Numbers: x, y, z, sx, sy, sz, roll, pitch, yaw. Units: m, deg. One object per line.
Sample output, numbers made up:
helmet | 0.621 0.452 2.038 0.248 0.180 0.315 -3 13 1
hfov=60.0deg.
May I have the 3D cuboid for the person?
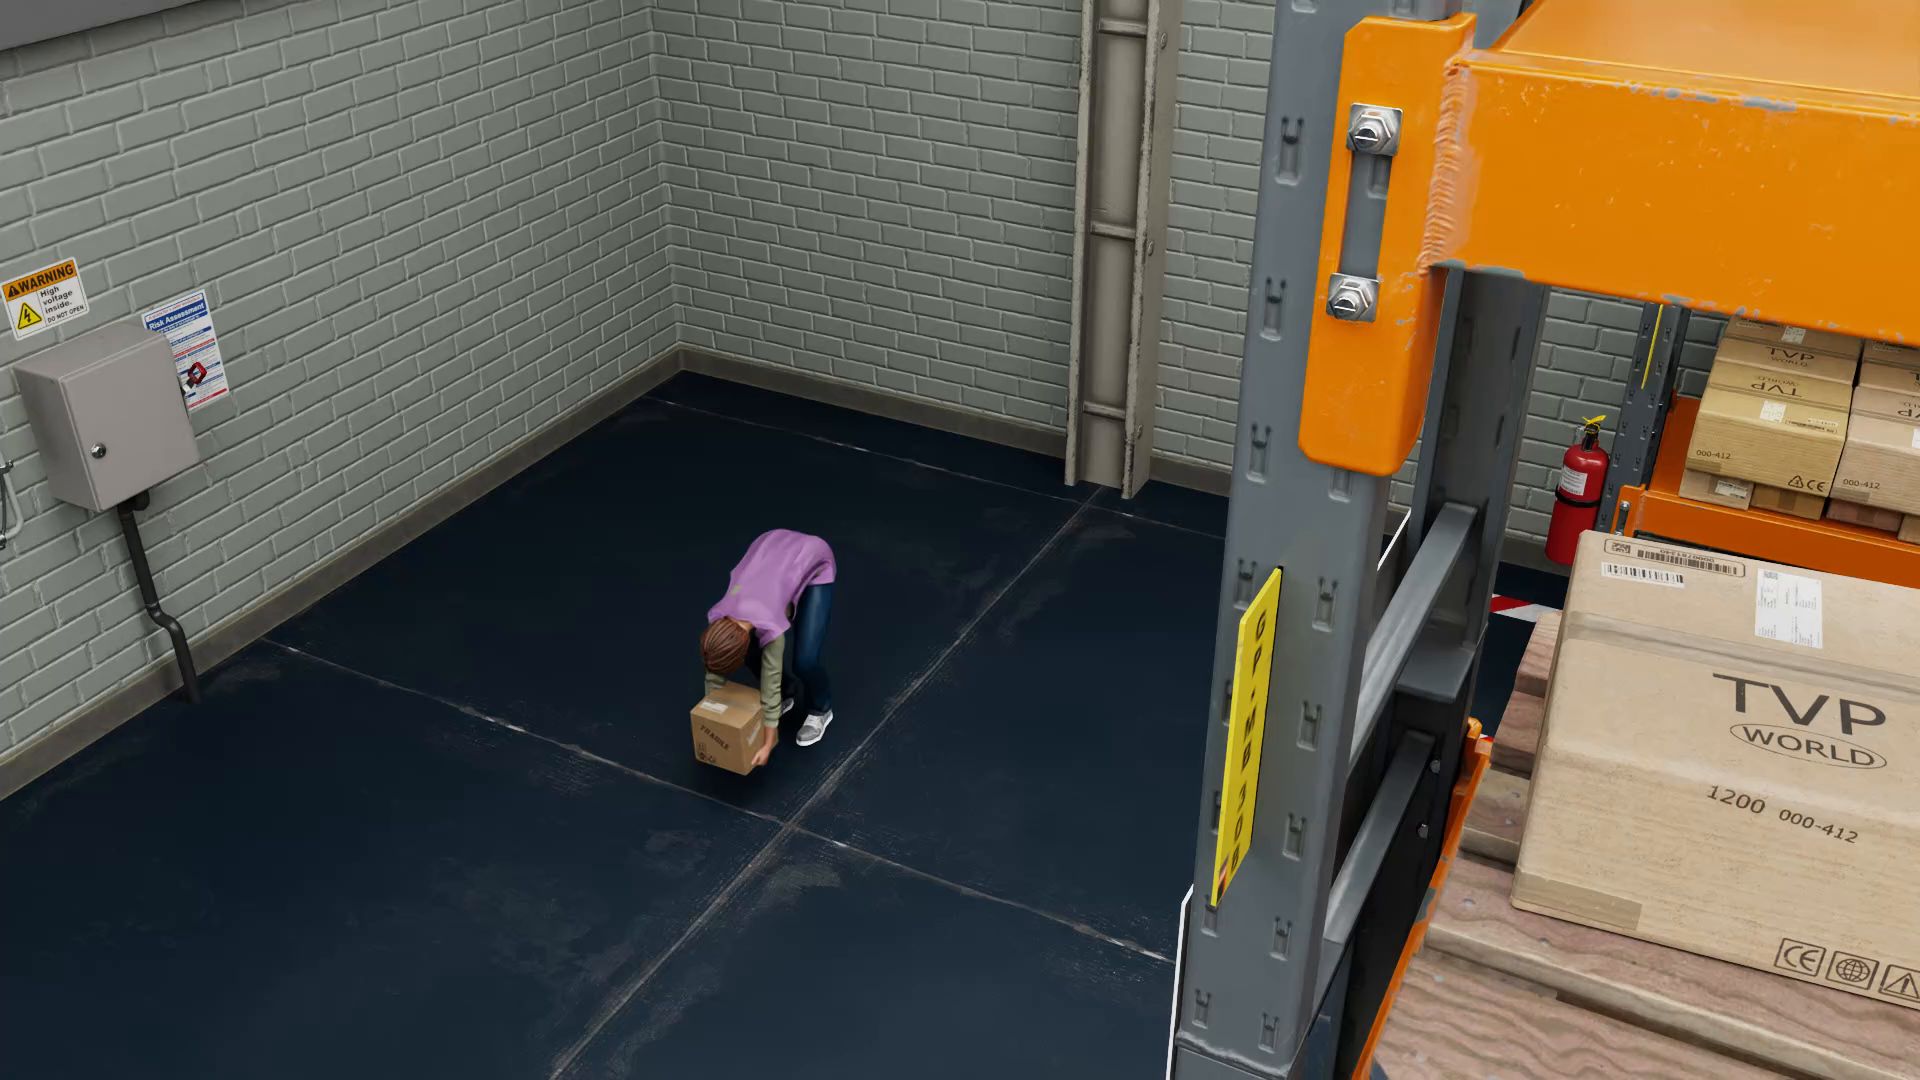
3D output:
person | -0.806 0.486 6.956 0.411 0.948 0.866 13 33 21
